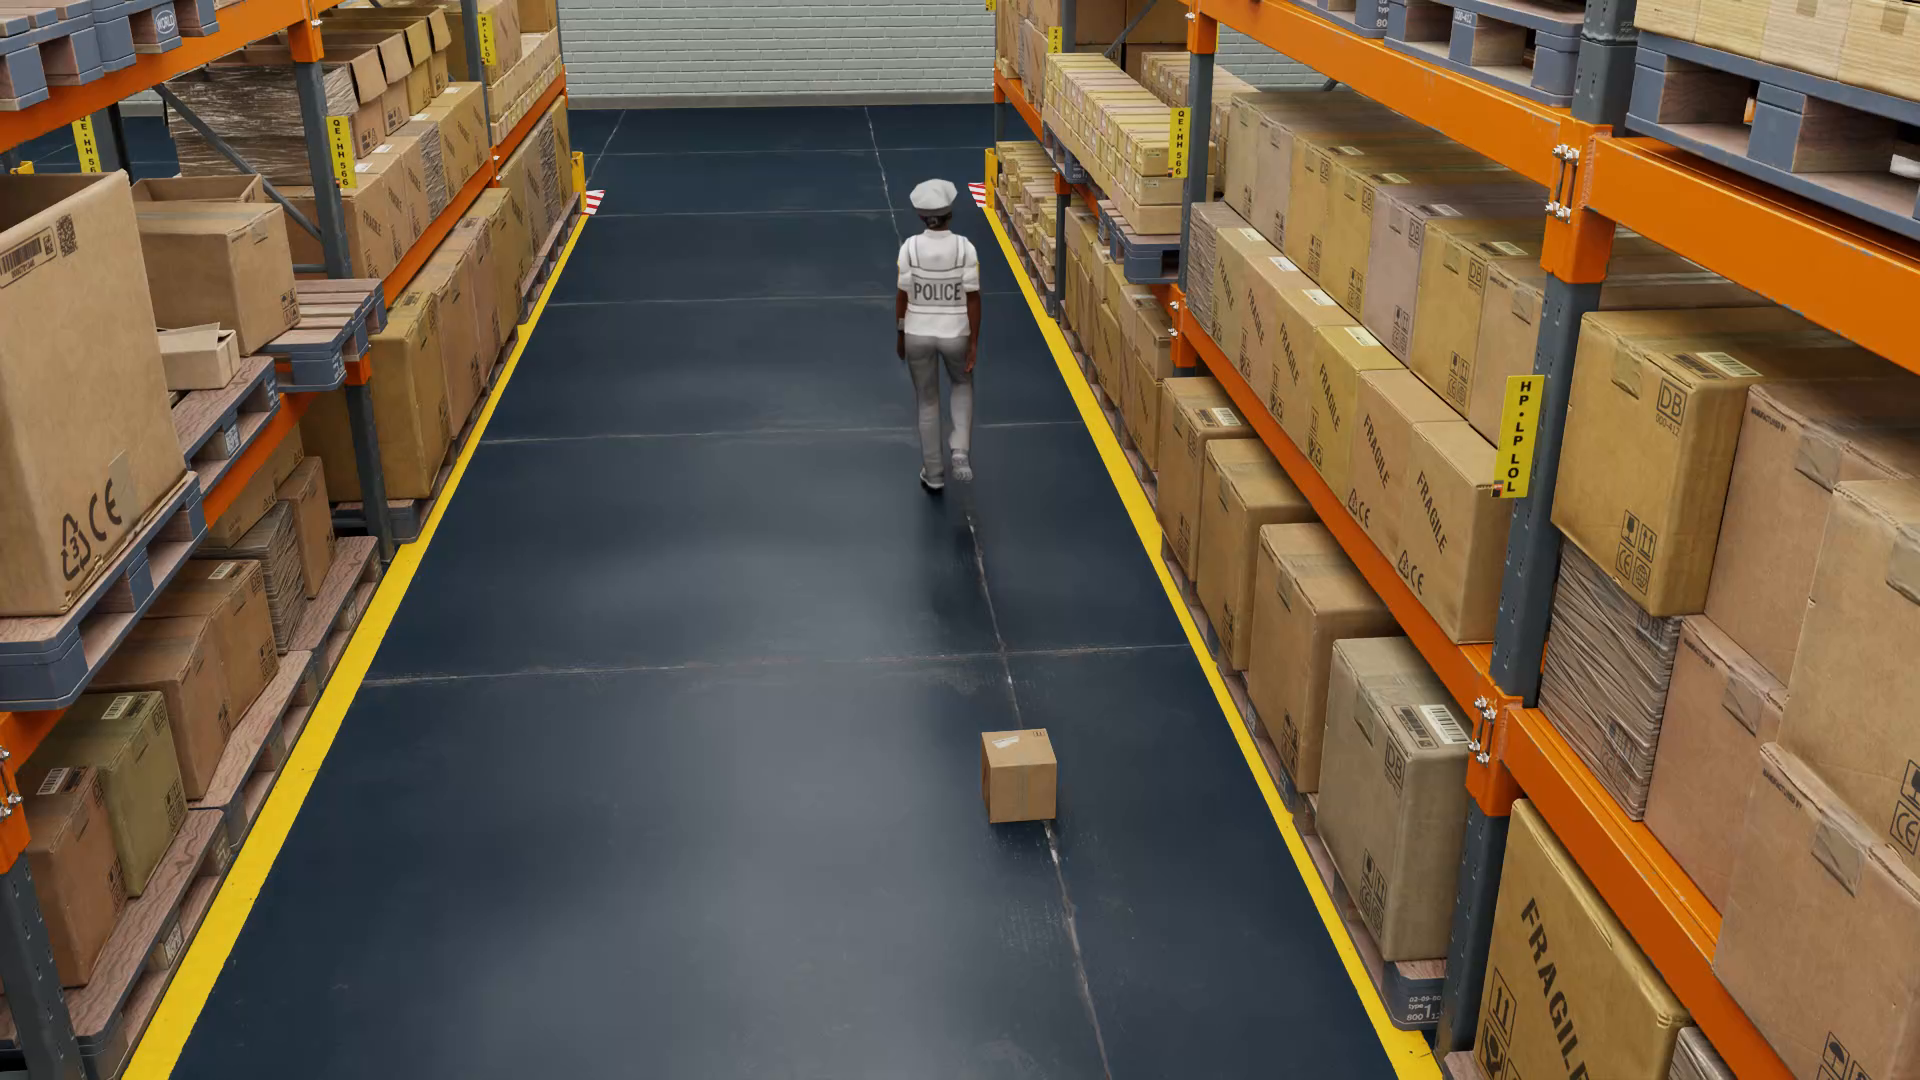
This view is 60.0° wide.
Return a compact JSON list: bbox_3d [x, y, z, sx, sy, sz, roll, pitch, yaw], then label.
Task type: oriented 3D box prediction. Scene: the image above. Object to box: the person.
[{"bbox_3d":[-0.120,-1.108,9.036,0.454,1.706,0.431,-1,24,-3],"label":"person"}]
